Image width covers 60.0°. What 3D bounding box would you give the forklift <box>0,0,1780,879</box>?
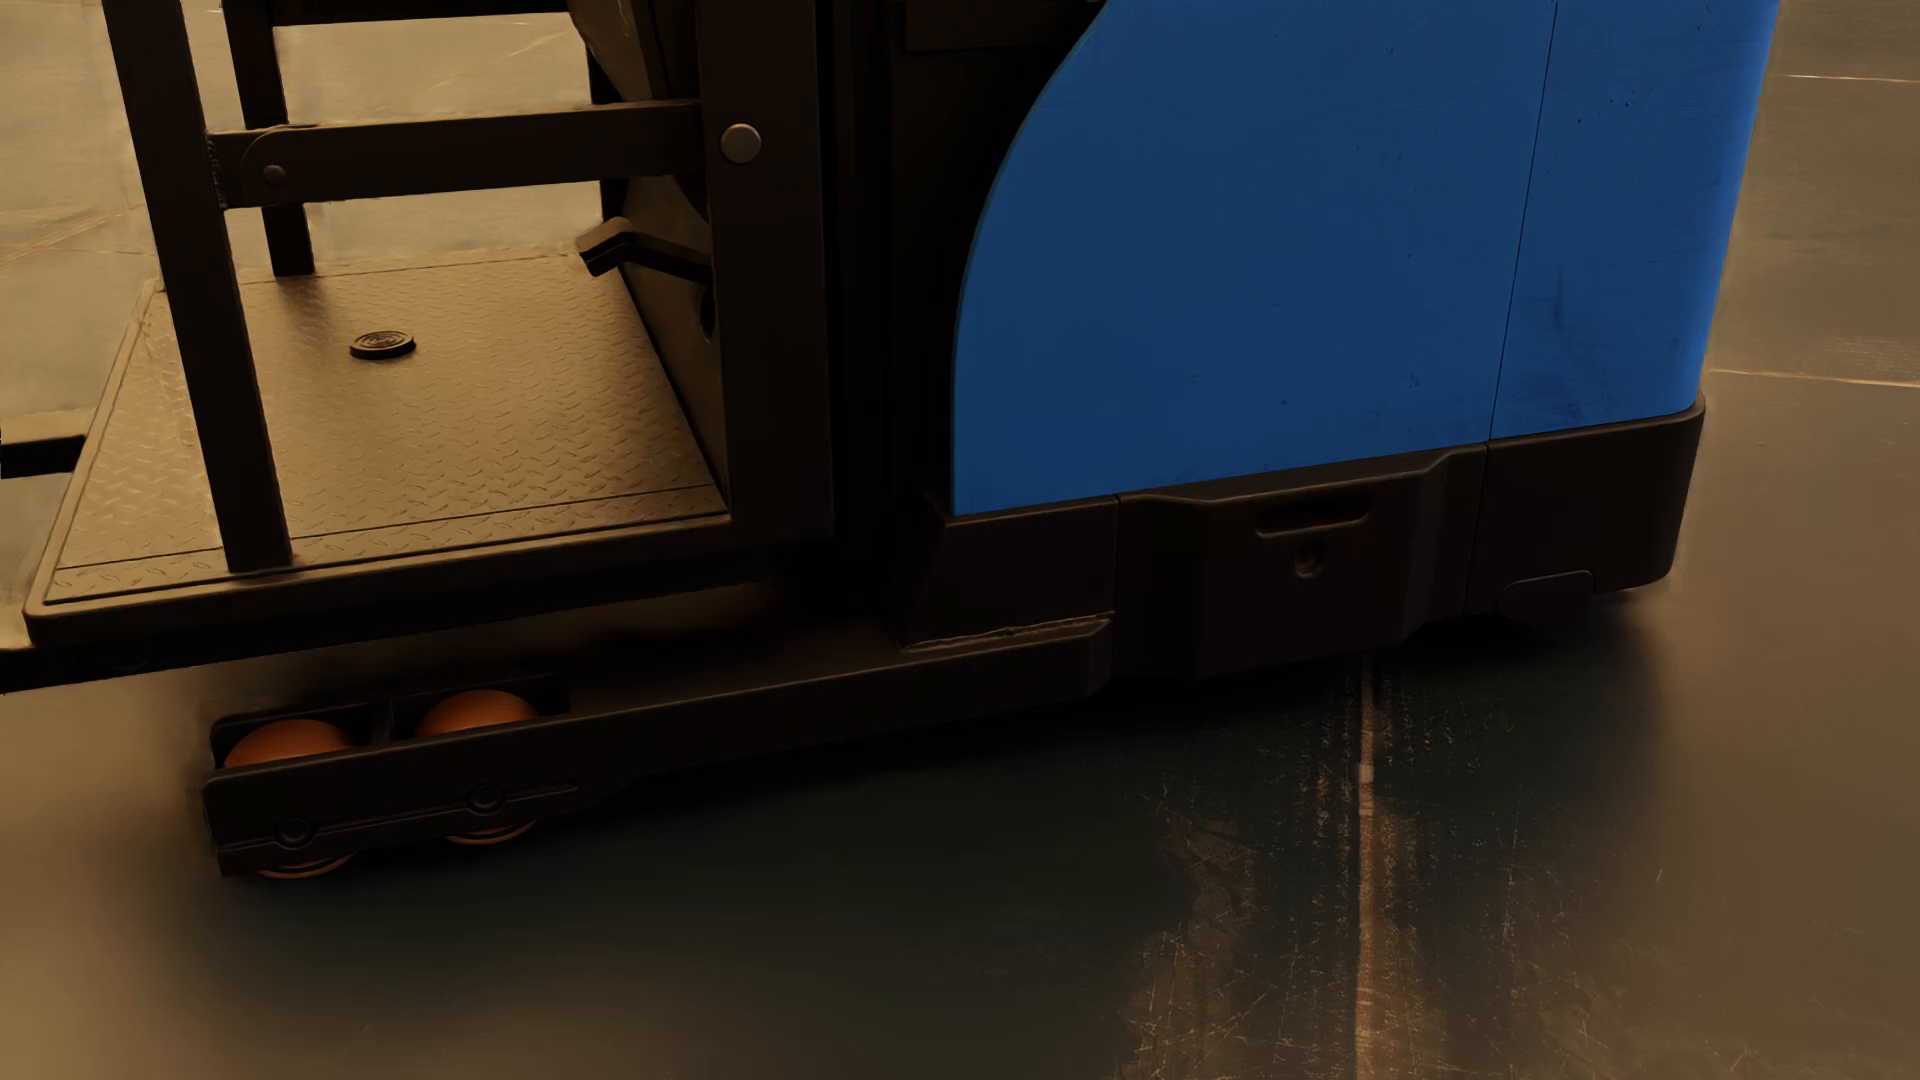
[{"bbox_3d":[-0.595,-1.213,1.650,3.031,2.935,1.130,-8,28,-16],"label":"forklift"}]
